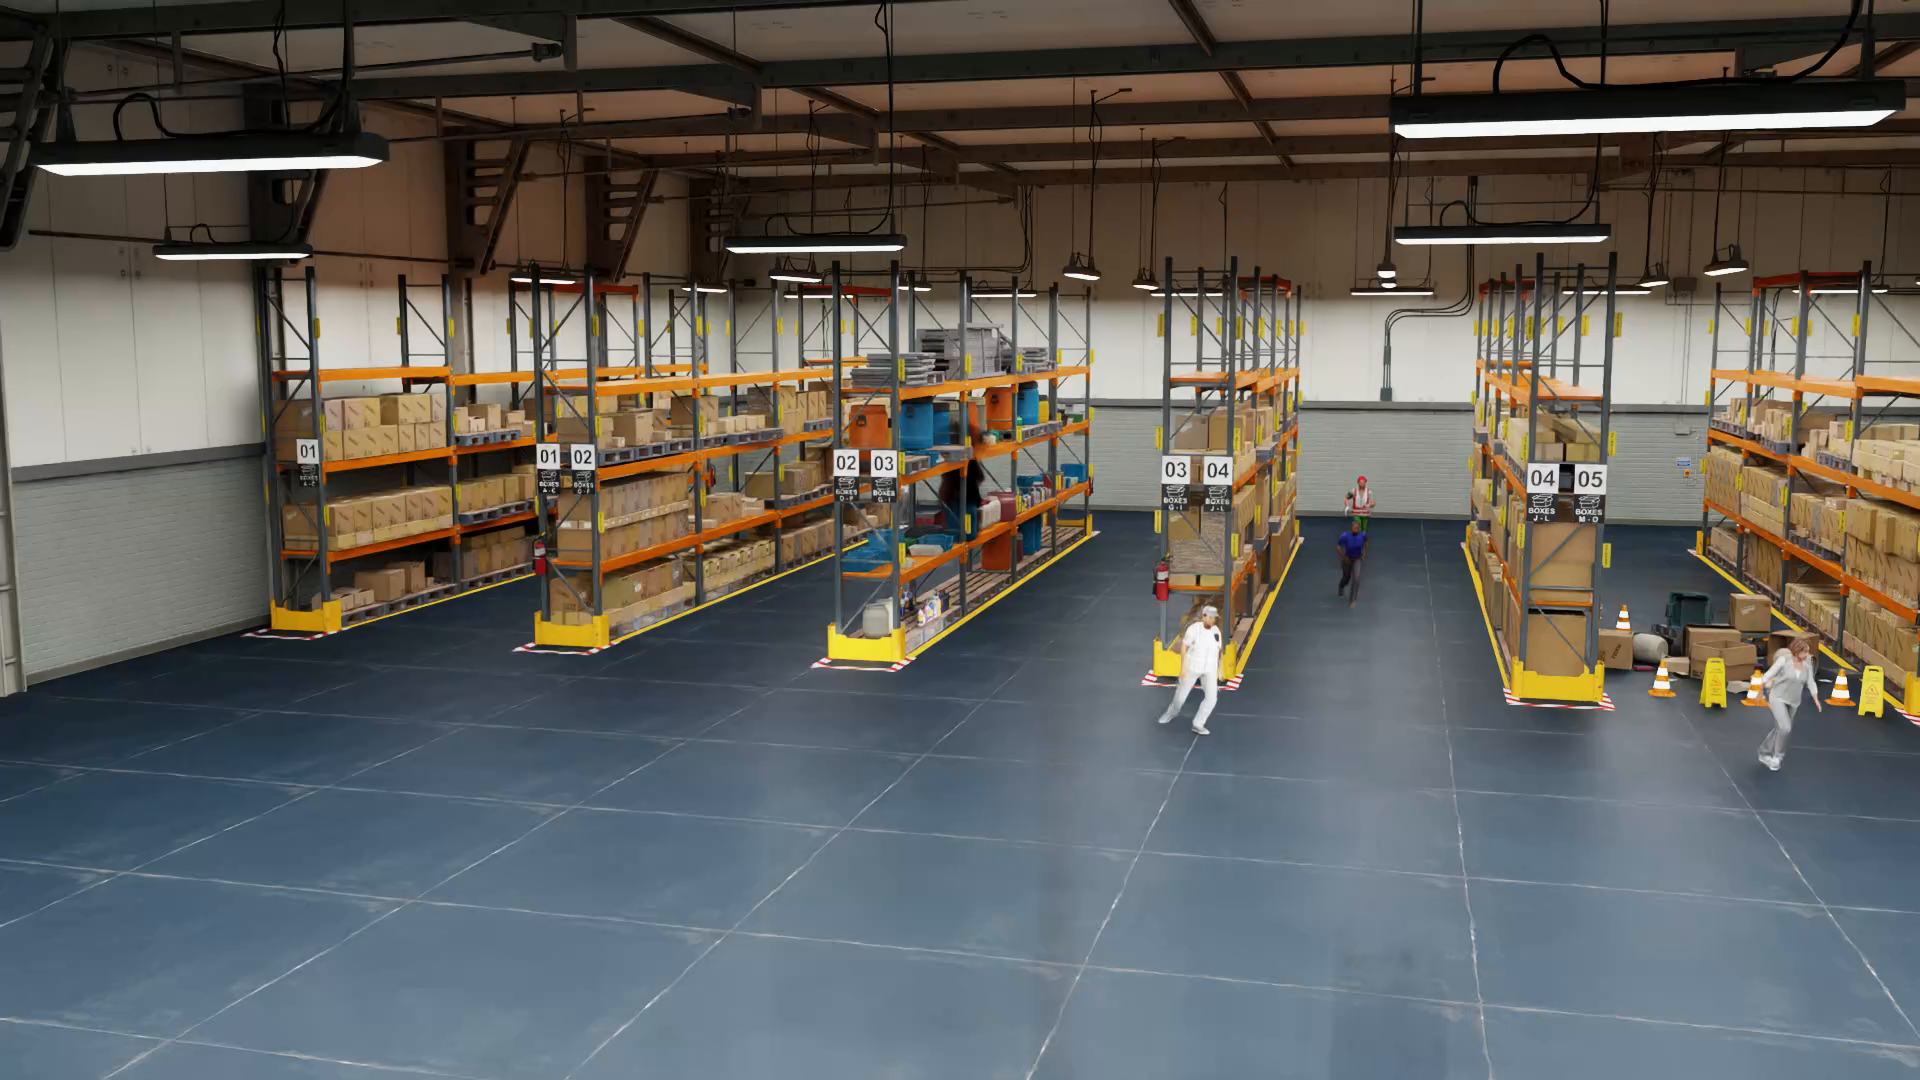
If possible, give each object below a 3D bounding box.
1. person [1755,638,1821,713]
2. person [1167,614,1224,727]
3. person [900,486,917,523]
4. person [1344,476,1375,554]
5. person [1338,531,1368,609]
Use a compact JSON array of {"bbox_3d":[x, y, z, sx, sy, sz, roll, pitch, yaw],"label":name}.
[{"bbox_3d":[9.388,1.499,18.734,0.503,0.817,0.602,-1,7,-9],"label":"person"},{"bbox_3d":[2.958,1.563,20.727,0.620,1.511,0.641,-1,7,-10],"label":"person"},{"bbox_3d":[-1.409,-1.215,42.667,0.617,1.623,0.620,4,8,27],"label":"person"},{"bbox_3d":[8.794,-0.516,36.528,0.638,1.784,0.703,0,7,1],"label":"person"},{"bbox_3d":[7.091,0.493,30.268,0.559,1.446,0.961,-1,7,-6],"label":"person"}]
